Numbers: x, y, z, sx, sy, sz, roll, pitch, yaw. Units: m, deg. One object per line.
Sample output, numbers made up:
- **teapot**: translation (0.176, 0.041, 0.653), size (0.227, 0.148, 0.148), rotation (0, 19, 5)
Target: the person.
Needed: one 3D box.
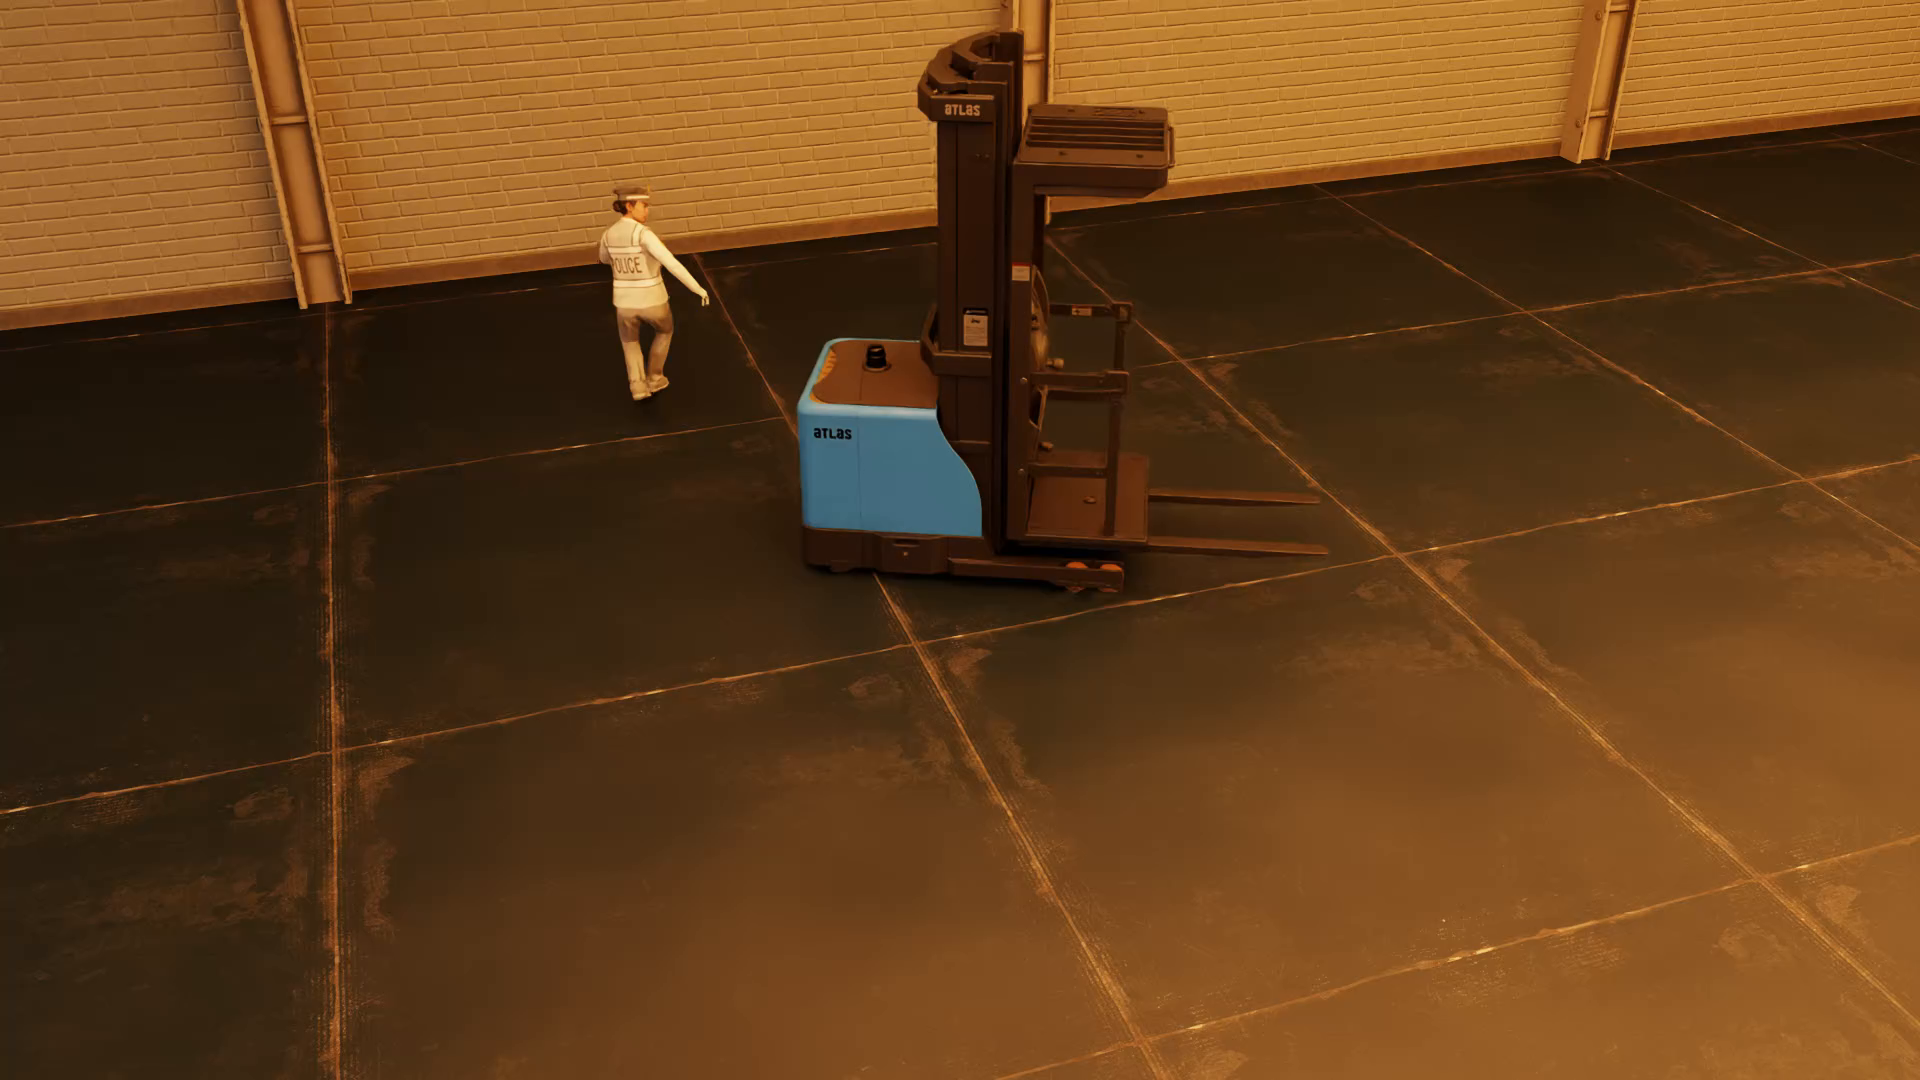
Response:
- **person**: translation (-2.098, -1.699, 11.433), size (0.812, 1.552, 0.794), rotation (6, 30, 10)

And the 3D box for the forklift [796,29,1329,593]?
- **forklift**: translation (0.628, -1.247, 9.254), size (3.031, 2.935, 1.130), rotation (3, 30, 5)
